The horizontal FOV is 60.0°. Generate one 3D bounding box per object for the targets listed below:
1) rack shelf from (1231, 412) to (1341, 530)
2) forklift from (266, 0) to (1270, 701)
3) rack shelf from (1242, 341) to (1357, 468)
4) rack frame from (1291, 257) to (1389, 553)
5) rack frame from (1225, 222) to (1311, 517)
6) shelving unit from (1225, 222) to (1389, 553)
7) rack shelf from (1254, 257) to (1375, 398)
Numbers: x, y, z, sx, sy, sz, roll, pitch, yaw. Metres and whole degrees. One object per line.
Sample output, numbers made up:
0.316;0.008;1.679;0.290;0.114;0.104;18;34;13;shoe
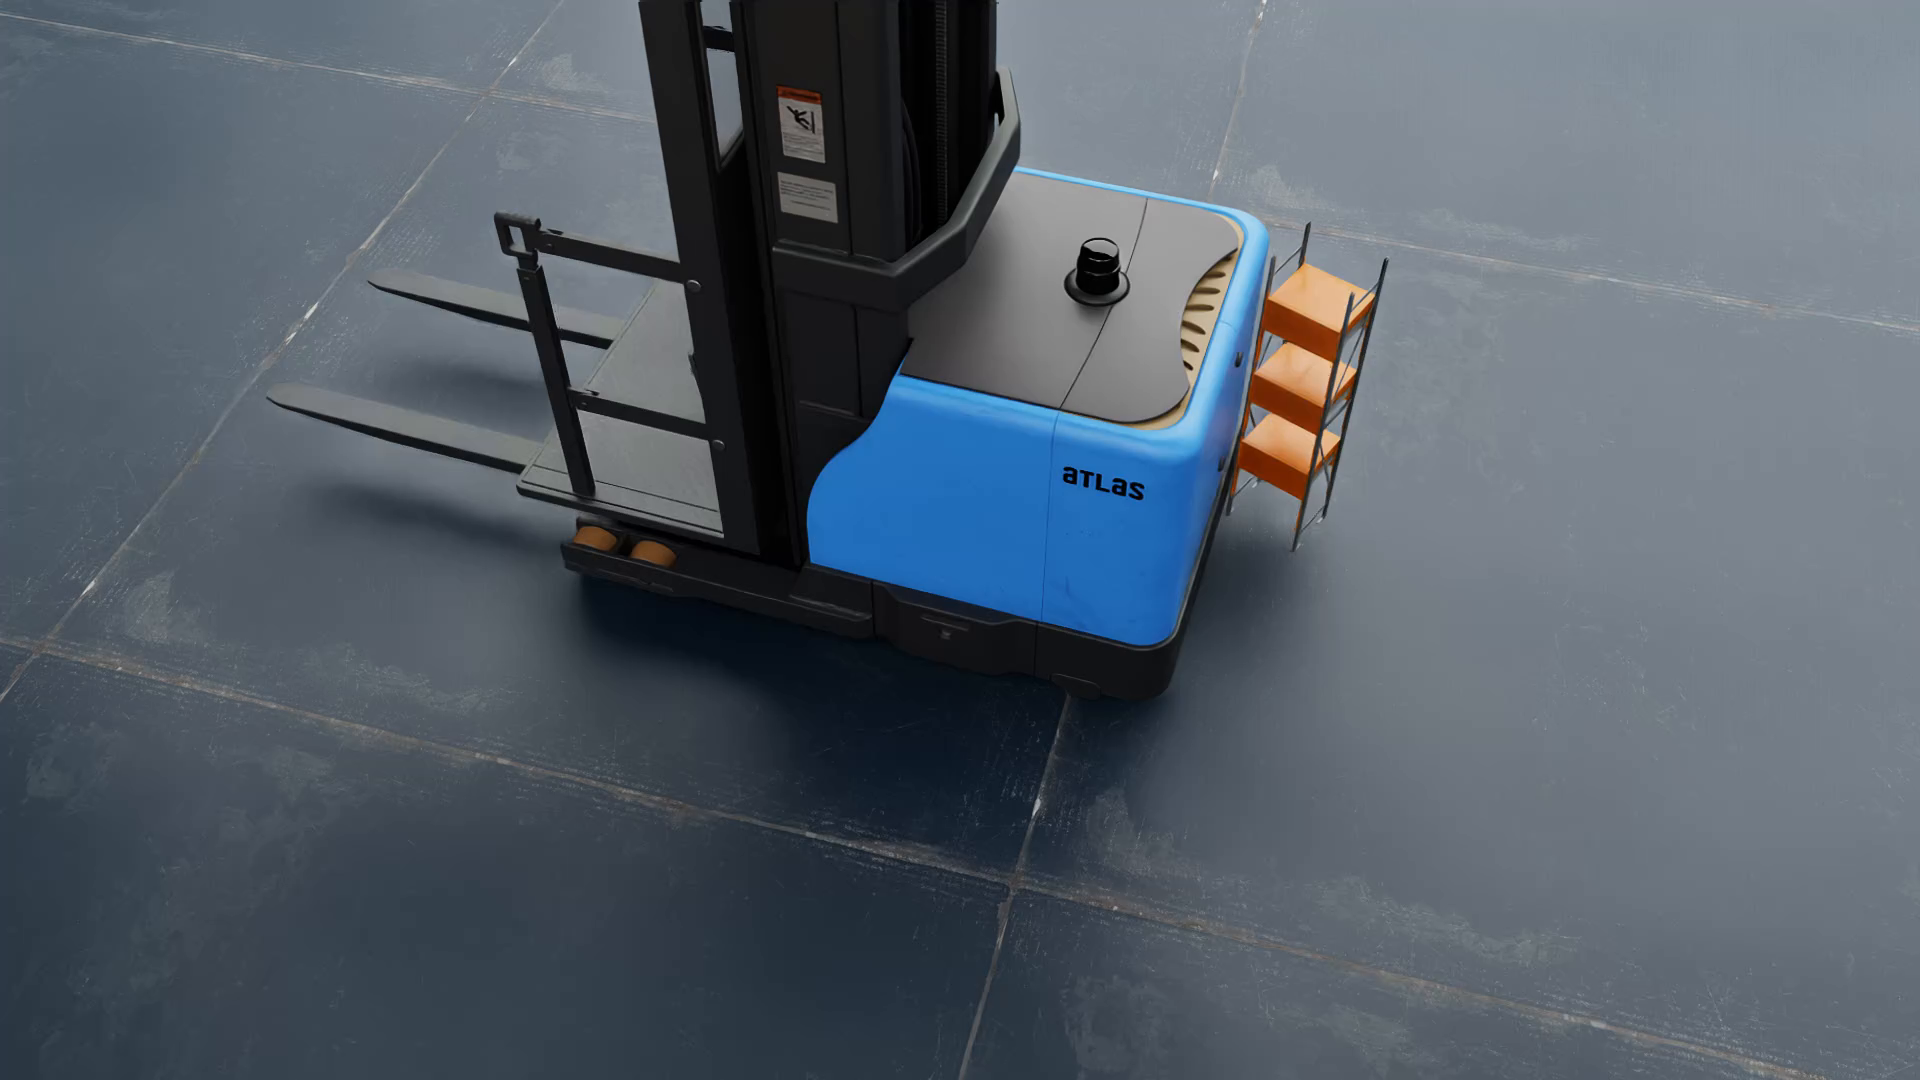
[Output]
1.009;-0.232;5.139;0.240;0.259;0.215;31;55;24;rack shelf
-0.700;-1.169;4.327;3.031;2.935;1.130;14;50;12;forklift
1.009;-0.416;4.931;0.240;0.259;0.215;31;55;24;rack shelf
1.104;-0.366;4.872;0.008;1.050;0.200;31;55;24;rack frame
0.913;-0.480;4.973;0.008;1.050;0.200;31;55;24;rack frame
1.009;-0.423;4.923;0.252;1.050;0.215;31;55;24;shelving unit
1.009;-0.603;4.718;0.240;0.259;0.215;31;55;24;rack shelf
